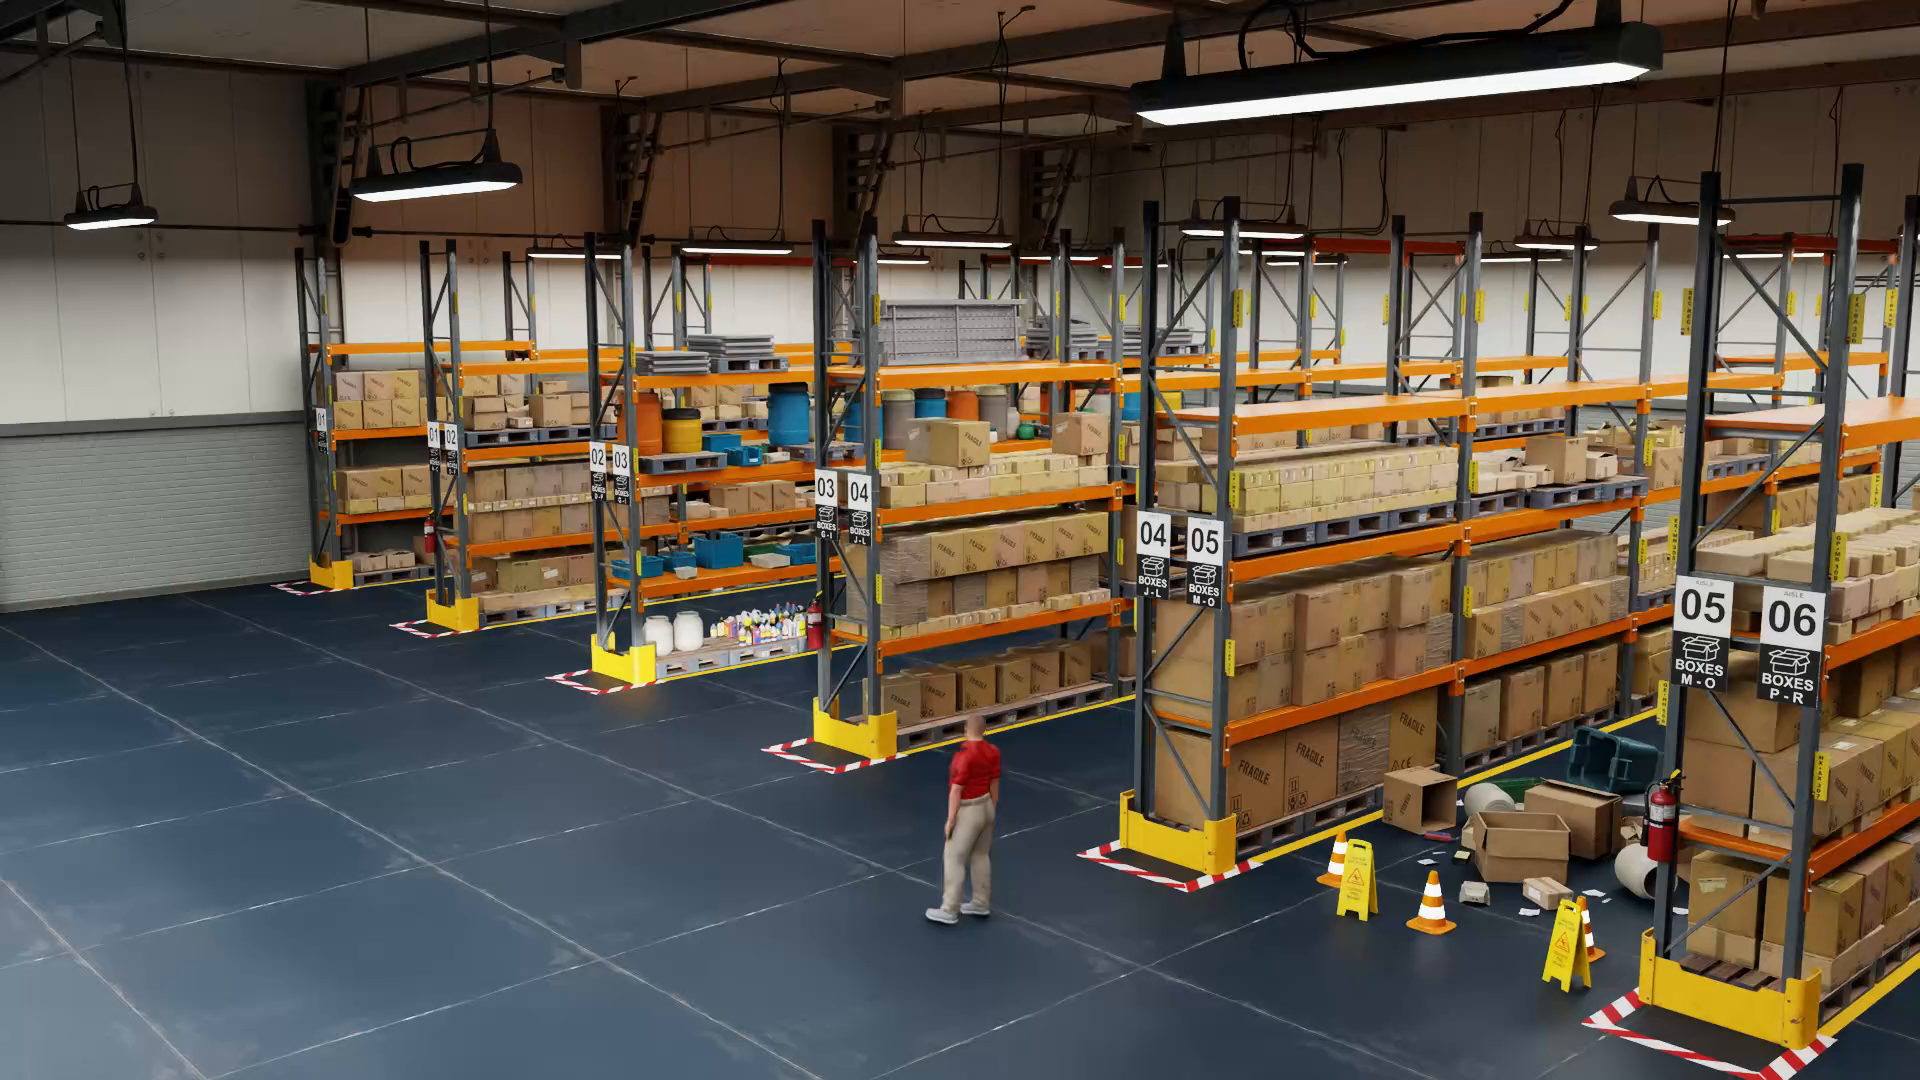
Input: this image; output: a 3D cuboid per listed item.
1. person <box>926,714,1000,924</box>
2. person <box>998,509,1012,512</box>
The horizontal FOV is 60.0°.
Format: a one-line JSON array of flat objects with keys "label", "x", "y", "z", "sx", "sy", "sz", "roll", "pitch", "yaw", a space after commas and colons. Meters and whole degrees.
[{"label": "person", "x": 0.021, "y": 2.304, "z": 13.851, "sx": 0.485, "sy": 1.742, "sz": 0.590, "roll": 5, "pitch": 10, "yaw": 28}, {"label": "person", "x": 0.734, "y": 0.359, "z": 25.390, "sx": 0.418, "sy": 1.813, "sz": 0.577, "roll": 3, "pitch": 9, "yaw": 17}]
